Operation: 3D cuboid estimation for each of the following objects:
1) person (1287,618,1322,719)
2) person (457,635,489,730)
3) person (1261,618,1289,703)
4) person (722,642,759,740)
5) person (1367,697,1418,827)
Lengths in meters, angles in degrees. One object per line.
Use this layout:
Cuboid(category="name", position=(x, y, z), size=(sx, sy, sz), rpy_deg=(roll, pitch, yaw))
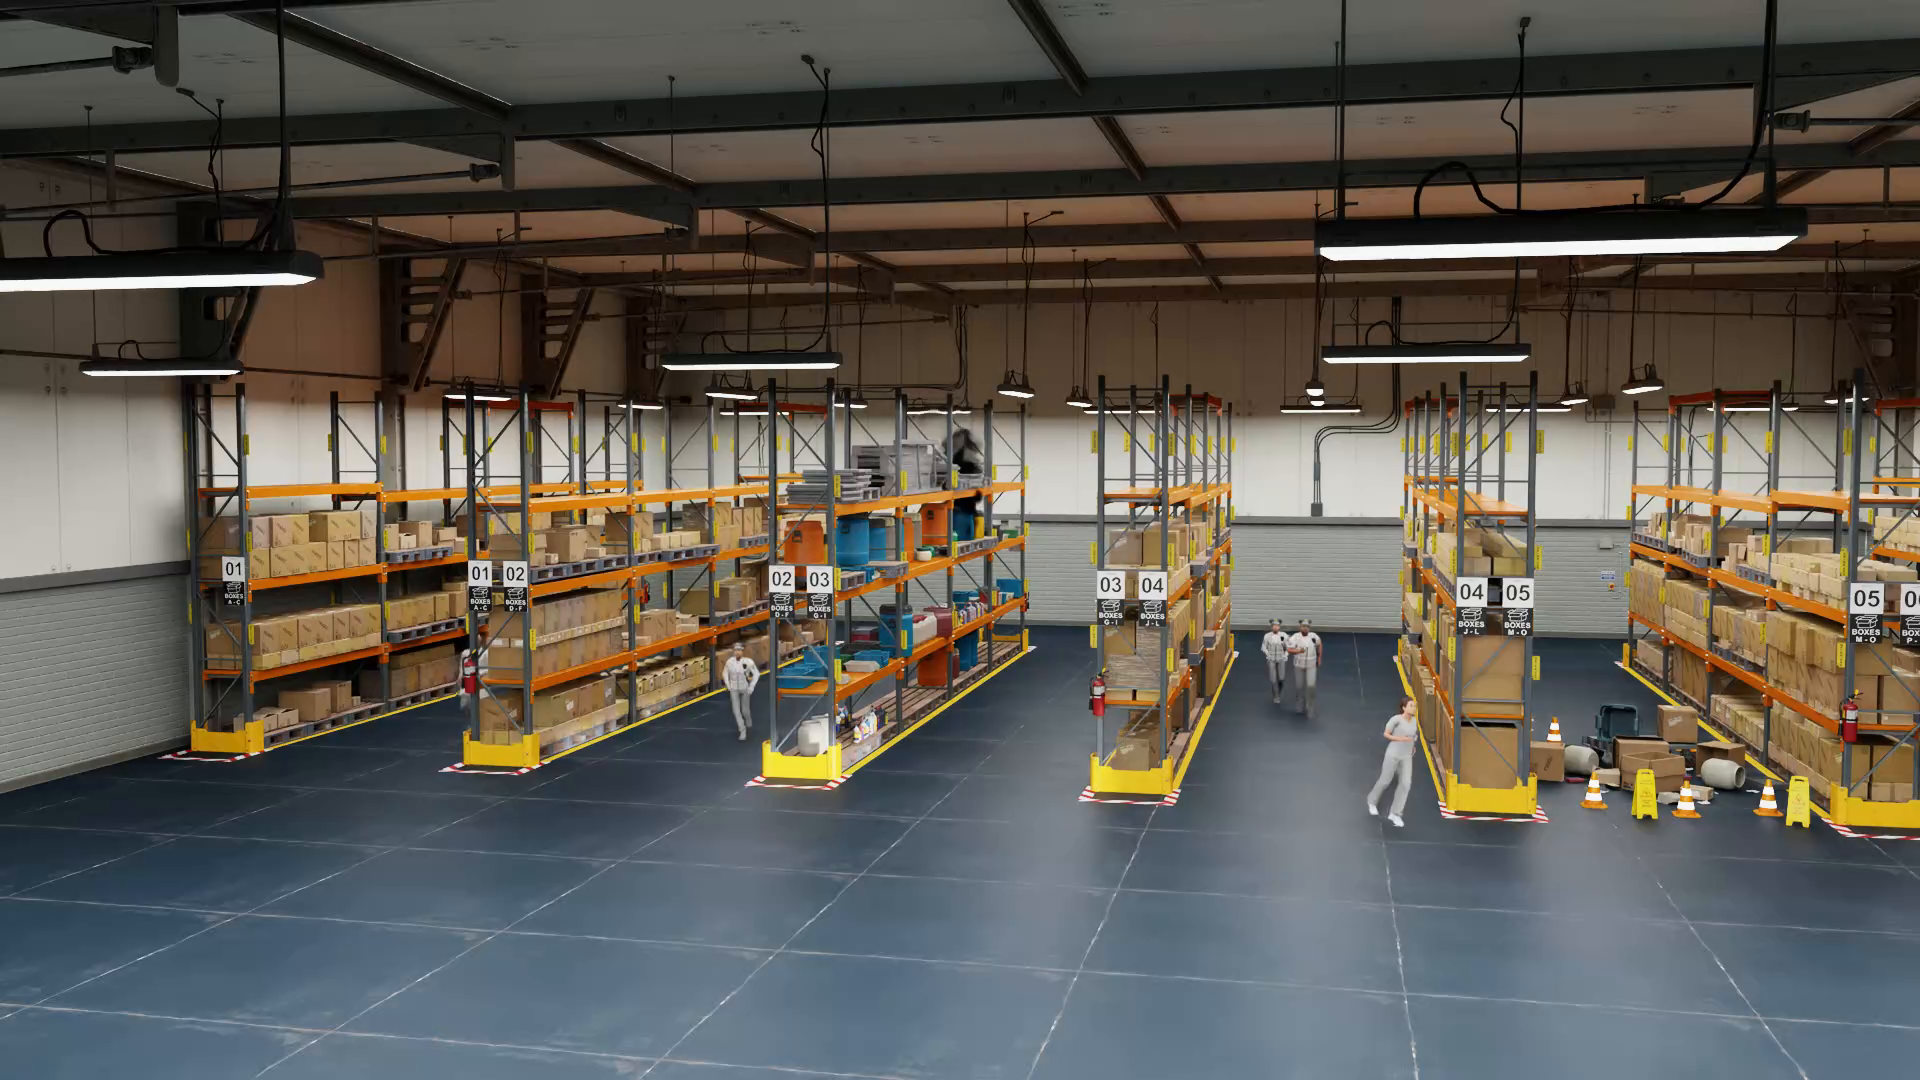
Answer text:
Cuboid(category="person", position=(6.359, 2.364, 30.727), size=(0.652, 1.864, 0.832), rpy_deg=(0, 3, 8))
Cuboid(category="person", position=(-8.334, 2.495, 28.521), size=(0.692, 1.742, 0.656), rpy_deg=(0, 3, 4))
Cuboid(category="person", position=(6.115, 2.331, 32.123), size=(0.589, 1.653, 0.528), rpy_deg=(1, 3, 14))
Cuboid(category="person", position=(-3.755, 2.566, 28.445), size=(0.639, 1.650, 0.530), rpy_deg=(0, 3, 5))
Cuboid(category="person", position=(5.872, 2.905, 22.145), size=(0.591, 1.658, 0.891), rpy_deg=(-1, 3, -14))
